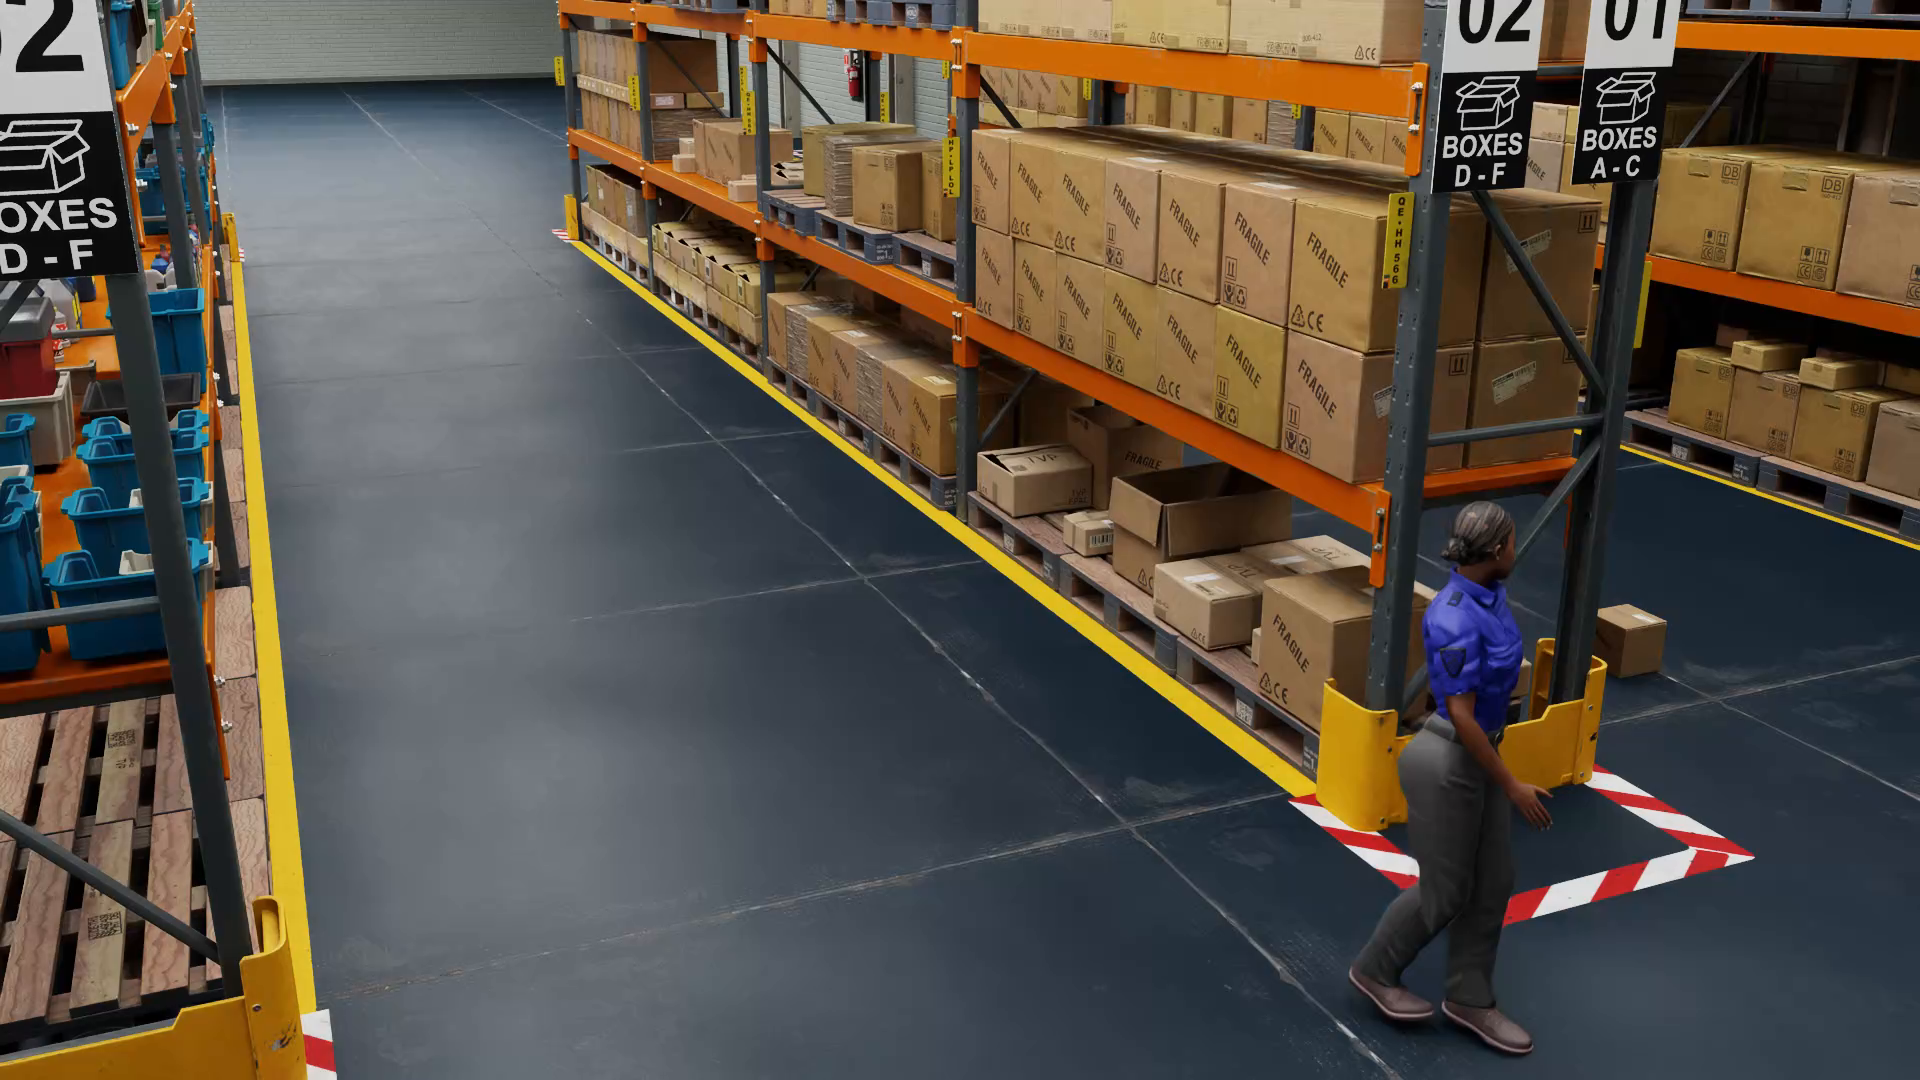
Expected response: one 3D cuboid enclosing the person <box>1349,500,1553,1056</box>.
[{"bbox_3d":[1.561,0.705,5.021,0.571,1.663,0.478,13,23,33],"label":"person"}]
